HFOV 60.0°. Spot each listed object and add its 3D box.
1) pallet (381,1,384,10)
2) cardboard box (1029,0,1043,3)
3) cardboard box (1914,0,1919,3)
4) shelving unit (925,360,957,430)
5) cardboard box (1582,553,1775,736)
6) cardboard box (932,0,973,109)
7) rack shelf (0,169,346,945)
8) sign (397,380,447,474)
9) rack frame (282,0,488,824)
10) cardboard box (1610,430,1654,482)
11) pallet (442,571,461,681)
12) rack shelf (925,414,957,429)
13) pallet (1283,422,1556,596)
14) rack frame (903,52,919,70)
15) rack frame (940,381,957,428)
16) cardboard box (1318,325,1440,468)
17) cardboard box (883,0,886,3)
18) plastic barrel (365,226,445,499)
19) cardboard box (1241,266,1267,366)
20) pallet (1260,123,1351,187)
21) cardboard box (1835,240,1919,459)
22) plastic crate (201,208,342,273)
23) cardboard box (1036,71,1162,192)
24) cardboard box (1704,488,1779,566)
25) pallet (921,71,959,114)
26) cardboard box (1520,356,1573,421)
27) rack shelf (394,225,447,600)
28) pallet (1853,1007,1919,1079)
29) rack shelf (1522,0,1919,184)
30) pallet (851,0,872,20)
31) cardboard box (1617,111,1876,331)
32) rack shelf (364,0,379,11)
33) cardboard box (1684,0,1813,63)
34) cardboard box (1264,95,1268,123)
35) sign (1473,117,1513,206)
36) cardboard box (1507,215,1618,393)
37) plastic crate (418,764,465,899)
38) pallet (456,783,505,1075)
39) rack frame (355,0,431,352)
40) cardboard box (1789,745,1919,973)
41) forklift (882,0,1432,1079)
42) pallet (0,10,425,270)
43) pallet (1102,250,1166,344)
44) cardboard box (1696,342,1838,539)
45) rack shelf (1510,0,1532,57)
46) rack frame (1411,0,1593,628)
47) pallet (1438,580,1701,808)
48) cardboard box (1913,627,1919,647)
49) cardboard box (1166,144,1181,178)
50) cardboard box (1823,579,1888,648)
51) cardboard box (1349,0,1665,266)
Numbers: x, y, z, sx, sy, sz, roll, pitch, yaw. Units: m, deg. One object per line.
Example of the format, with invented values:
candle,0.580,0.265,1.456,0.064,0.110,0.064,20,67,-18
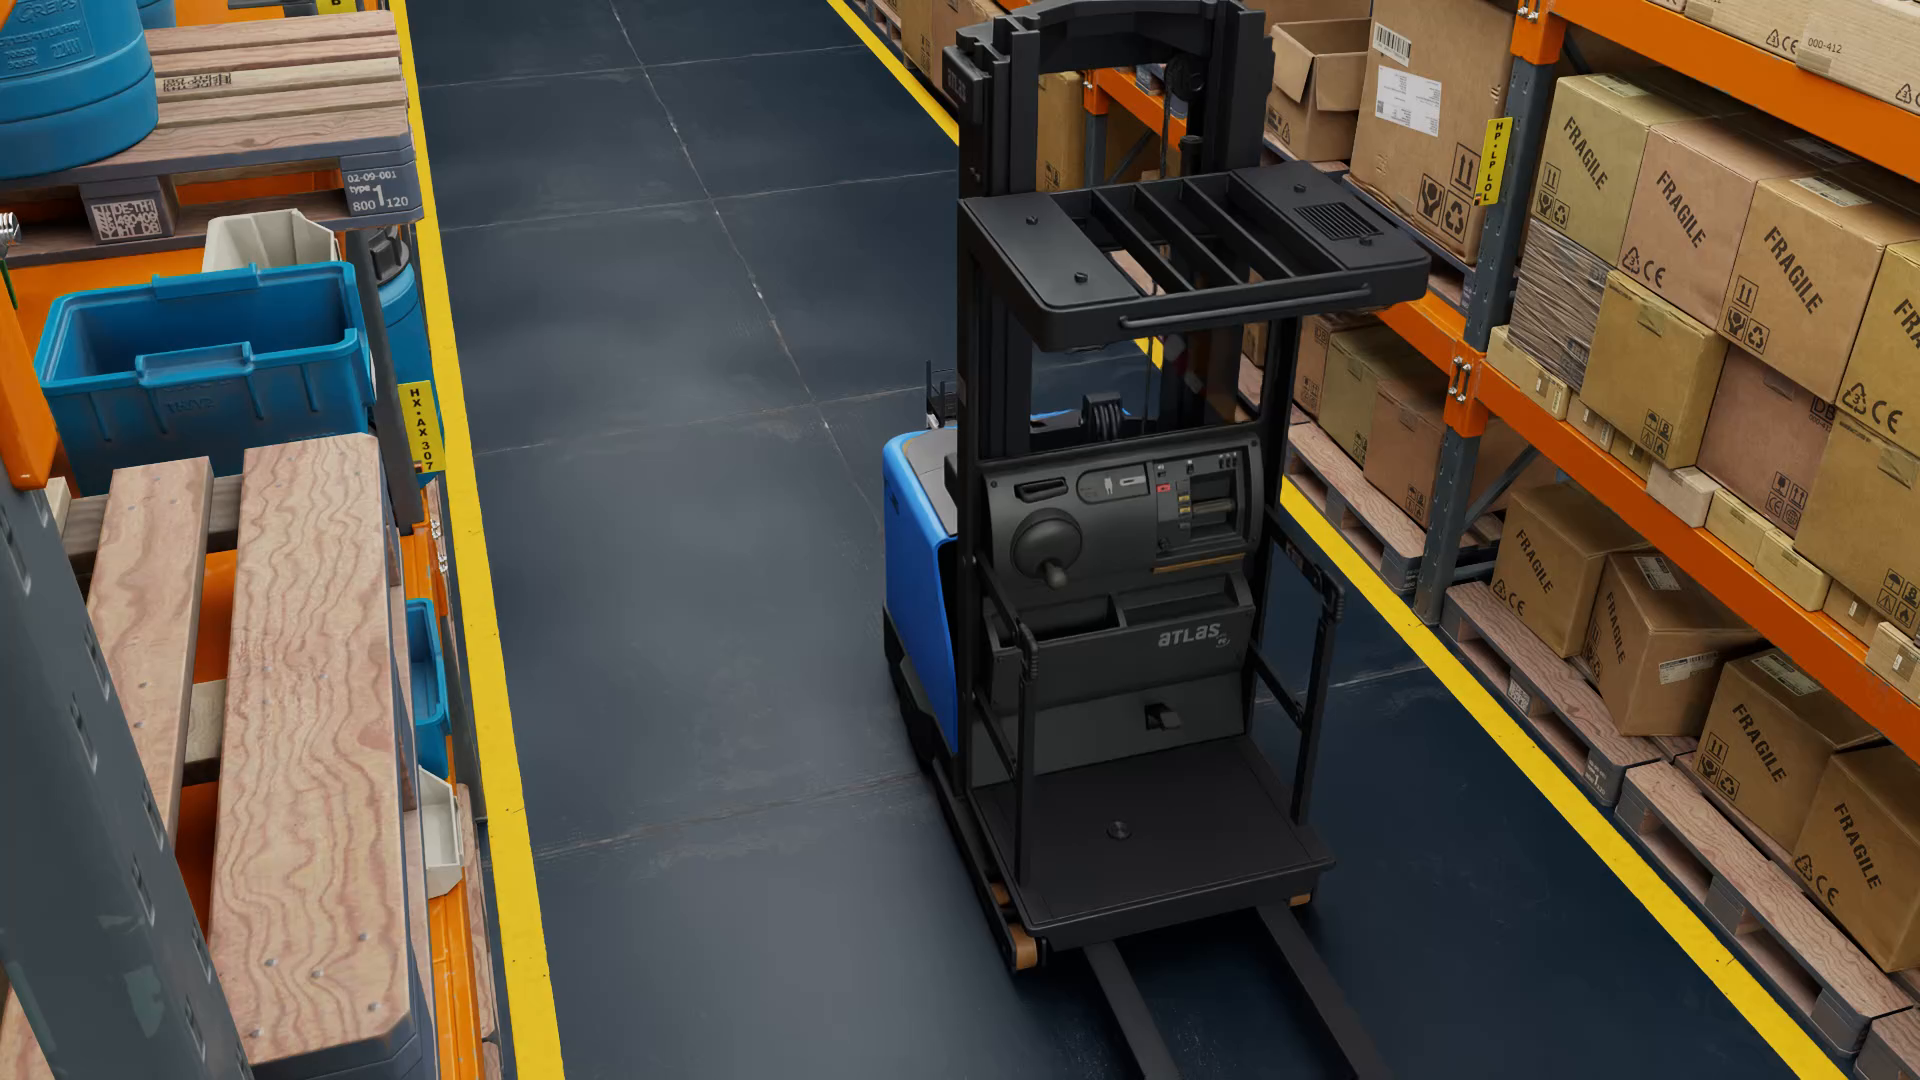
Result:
pallet,-5.324,-4.215,13.937,1.003,0.211,1.213,-10,35,-15
cardboard box,0.717,-3.612,10.404,0.500,0.500,0.500,-10,35,-15
cardboard box,2.709,-1.444,4.268,0.380,0.149,0.250,-11,35,-16
shelving unit,-0.002,-0.380,7.508,0.258,0.900,0.210,-10,35,-15
cardboard box,2.736,0.394,6.319,0.500,0.500,0.500,0,33,1
cardboard box,0.518,-3.677,12.140,1.225,0.875,0.875,-11,35,-16
rack shelf,-1.637,-0.058,3.048,1.077,0.370,4.000,-10,35,-15
sign,-1.719,-0.359,5.321,0.100,0.325,0.005,-10,35,-15
rack frame,-2.247,-0.157,5.266,1.000,3.000,0.127,-10,35,-15
cardboard box,2.501,-0.332,5.759,0.380,0.149,0.250,-10,35,-15
pallet,-2.523,0.601,6.649,1.003,0.211,1.213,-10,35,-15
rack shelf,-0.002,-0.502,7.428,0.258,0.077,0.200,-10,35,-15
pallet,2.231,-0.235,7.914,1.003,0.211,1.213,-10,35,-15
rack frame,0.030,-5.190,12.883,1.000,3.000,0.127,-10,35,-15
rack frame,0.029,-0.326,7.428,0.240,0.900,0.006,-10,35,-15
cardboard box,2.176,-0.710,7.972,0.700,0.500,0.500,-10,35,-15
cardboard box,-0.370,-5.311,14.613,0.875,0.875,0.875,-10,35,-15
plastic barrel,-2.076,-0.620,5.512,0.600,0.901,0.708,-10,35,-15
cardboard box,1.834,-1.296,8.859,0.700,0.500,0.500,-7,34,-11
pallet,1.893,-1.977,8.195,1.003,0.211,1.213,-10,35,-15
cardboard box,2.834,-0.508,4.530,0.500,0.500,0.500,-10,35,-15
plastic crate,-1.372,-0.523,3.339,0.243,0.136,0.396,-10,35,-15
cardboard box,1.059,-2.744,10.728,1.225,0.875,0.875,-12,35,-17
cardboard box,2.654,-0.069,5.362,0.380,0.149,0.250,-10,35,-15
pallet,0.337,-3.634,13.058,1.003,0.211,1.213,-10,35,-15
cardboard box,2.313,-0.588,6.147,0.380,0.149,0.250,-10,35,-15
rack shelf,-2.857,-0.907,7.054,1.077,0.370,4.000,-10,35,-15
pallet,3.453,1.802,4.832,1.003,0.211,1.213,-10,35,-15
rack shelf,3.080,-0.891,4.309,1.077,0.370,4.000,-10,35,-15
pallet,-0.503,-5.080,15.247,1.003,0.211,1.213,-10,35,-15
cardboard box,2.519,-1.031,5.322,0.500,0.500,0.500,-10,35,-15
rack shelf,-4.077,-3.007,10.232,1.077,0.370,4.000,-10,35,-15
cardboard box,2.530,-1.622,4.899,0.500,0.250,0.500,-10,35,-15
cardboard box,1.542,-2.284,8.240,0.500,0.250,0.500,-11,35,-16
sign,1.943,-1.377,6.063,0.100,0.325,0.005,-10,35,-15
cardboard box,2.549,-0.909,6.044,0.875,0.500,0.500,-10,35,-15
plastic crate,-1.510,0.763,4.113,0.530,0.136,0.437,-10,35,-15
pallet,-2.081,1.366,5.491,1.003,0.211,1.213,-10,35,-15
rack frame,-3.467,-2.257,8.444,1.000,3.000,0.127,-10,35,-15
cardboard box,3.128,1.008,5.391,0.500,0.500,0.500,-7,34,-10
forklift,0.598,-0.030,5.137,1.130,2.935,3.031,-9,35,-14
pallet,-1.934,-0.967,3.943,1.213,0.211,1.003,-10,35,-15
pallet,1.487,-1.516,9.852,1.003,0.211,1.213,-10,35,-15
cardboard box,2.916,-0.395,5.266,0.875,0.500,0.500,-10,35,-15
rack shelf,1.860,-2.991,7.487,1.077,0.370,4.000,-10,35,-15
rack frame,2.470,-0.990,6.527,1.000,3.000,0.127,-10,35,-15
pallet,2.709,0.521,6.771,1.003,0.211,1.213,-10,35,-15
cardboard box,3.171,0.139,4.458,0.875,0.500,0.500,-10,35,-15
cardboard box,1.483,-2.196,9.541,0.500,0.250,0.500,-9,34,-13
cardboard box,2.839,0.188,4.973,0.380,0.149,0.250,-10,35,-15
cardboard box,2.361,-1.856,6.912,1.000,1.000,1.000,-10,35,-14
